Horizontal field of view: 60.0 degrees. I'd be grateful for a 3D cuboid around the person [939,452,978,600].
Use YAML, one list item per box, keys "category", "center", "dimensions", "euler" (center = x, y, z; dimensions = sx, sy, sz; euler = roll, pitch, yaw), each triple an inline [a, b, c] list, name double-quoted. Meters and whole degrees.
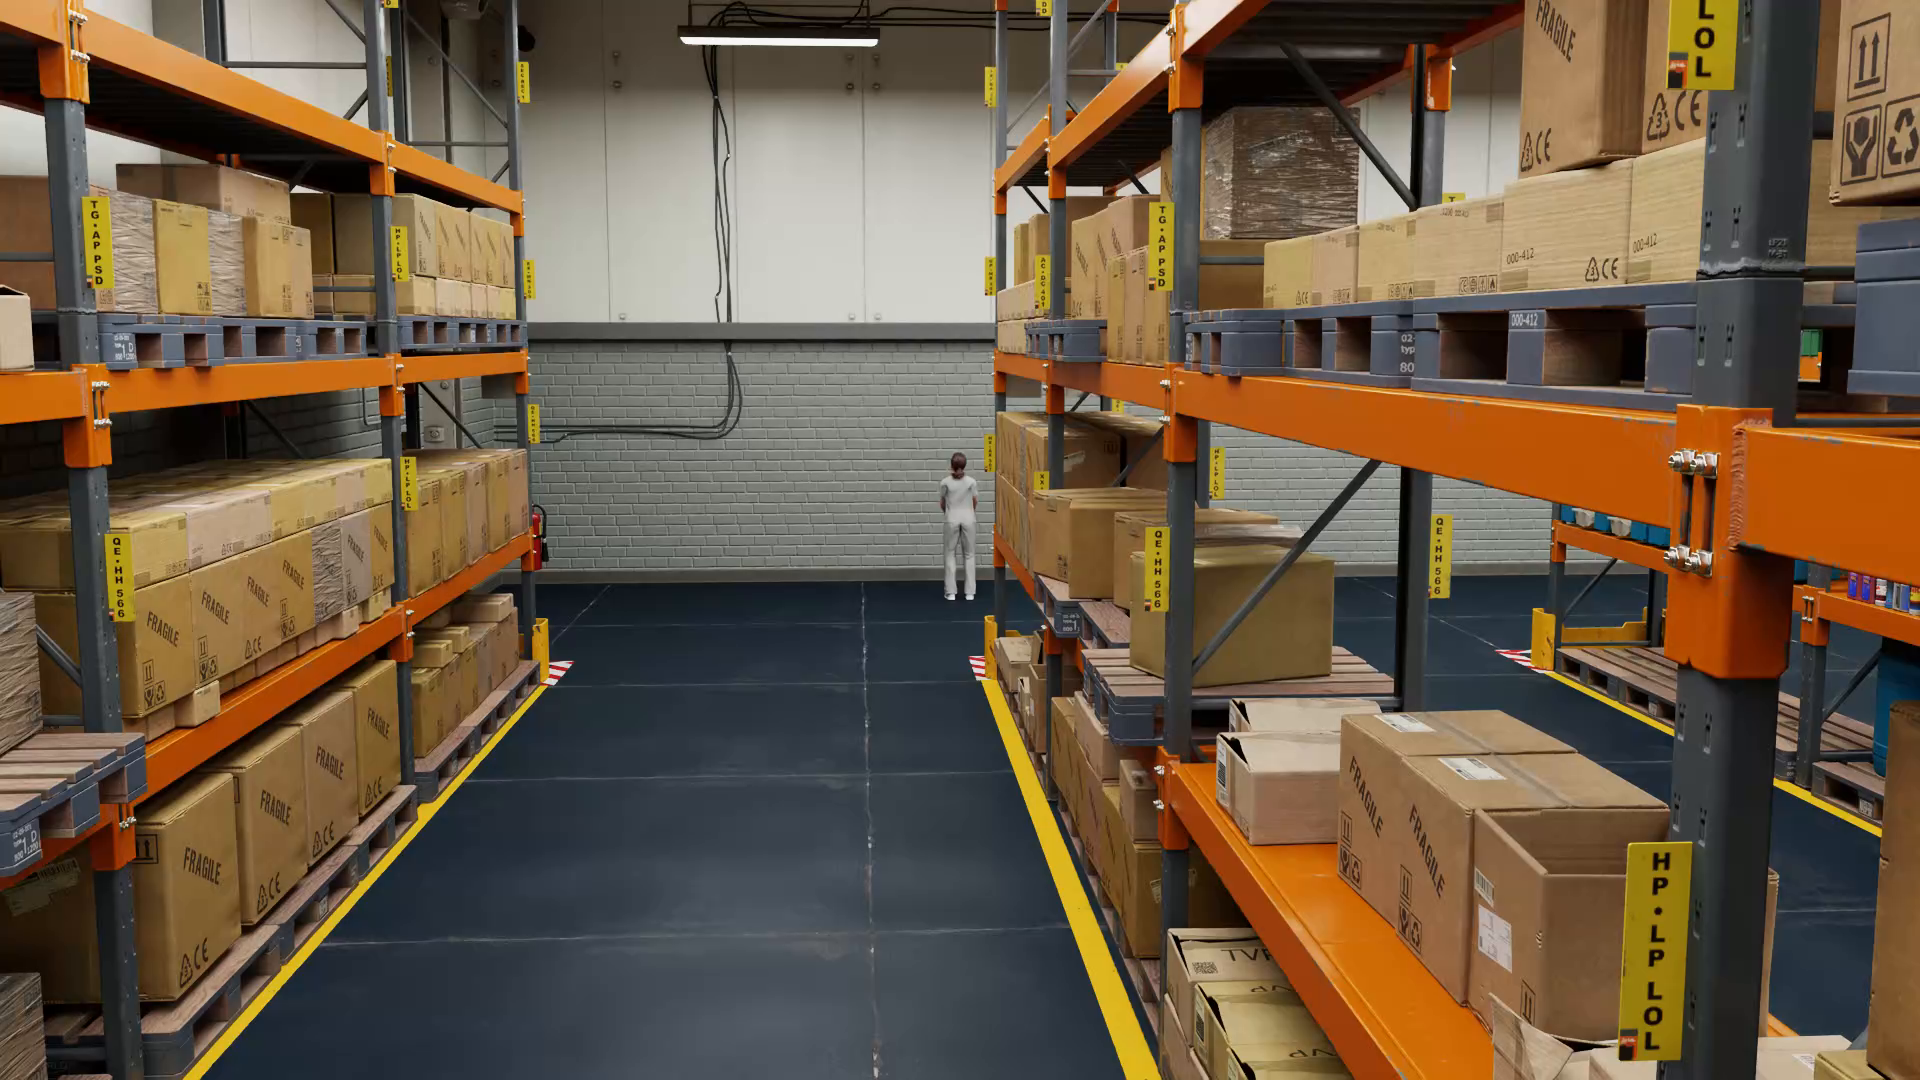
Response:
- category: "person"
  center: [-0.017, -0.166, 18.663]
  dimensions: [0.438, 1.662, 0.559]
  euler: [0, 7, -4]
